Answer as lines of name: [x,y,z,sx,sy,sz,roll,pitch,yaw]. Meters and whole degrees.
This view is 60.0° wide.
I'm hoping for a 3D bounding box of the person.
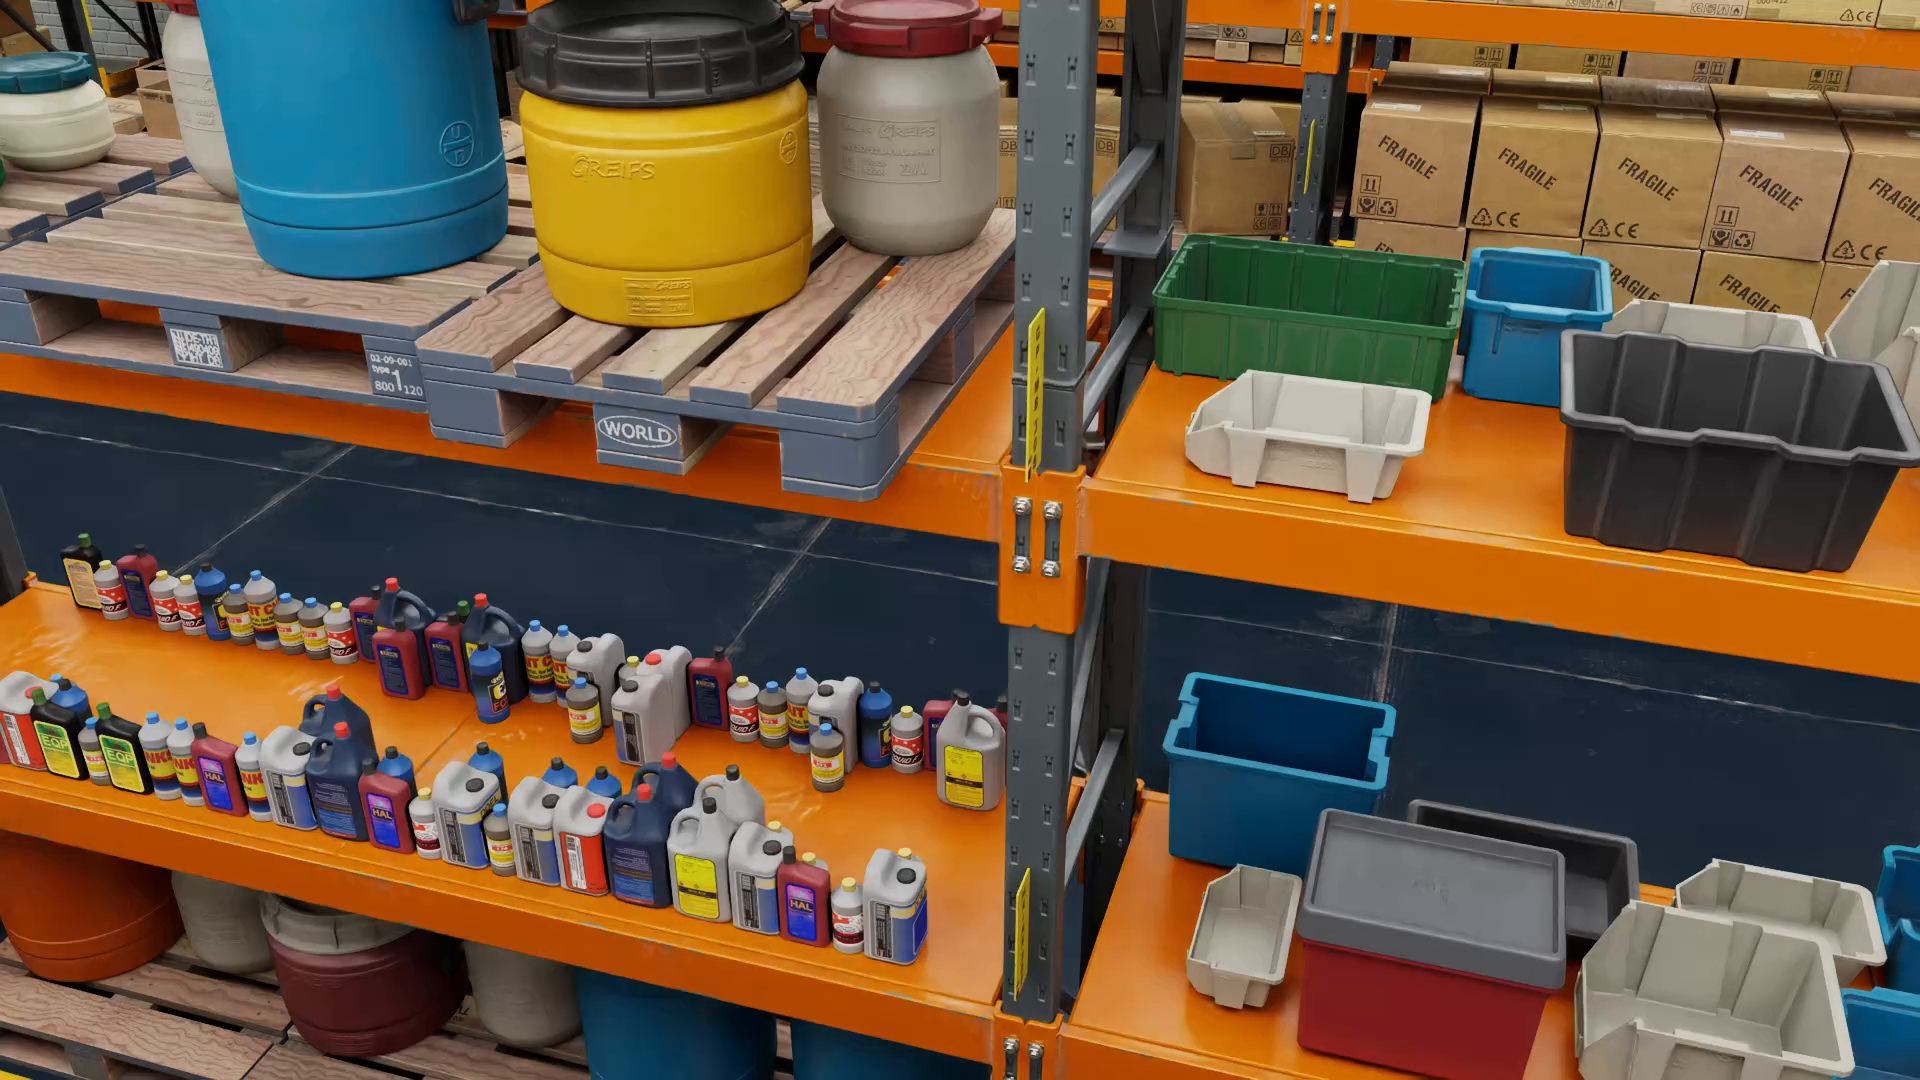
person: [0.606,0.275,6.619,0.568,1.680,0.459,15,33,24]
